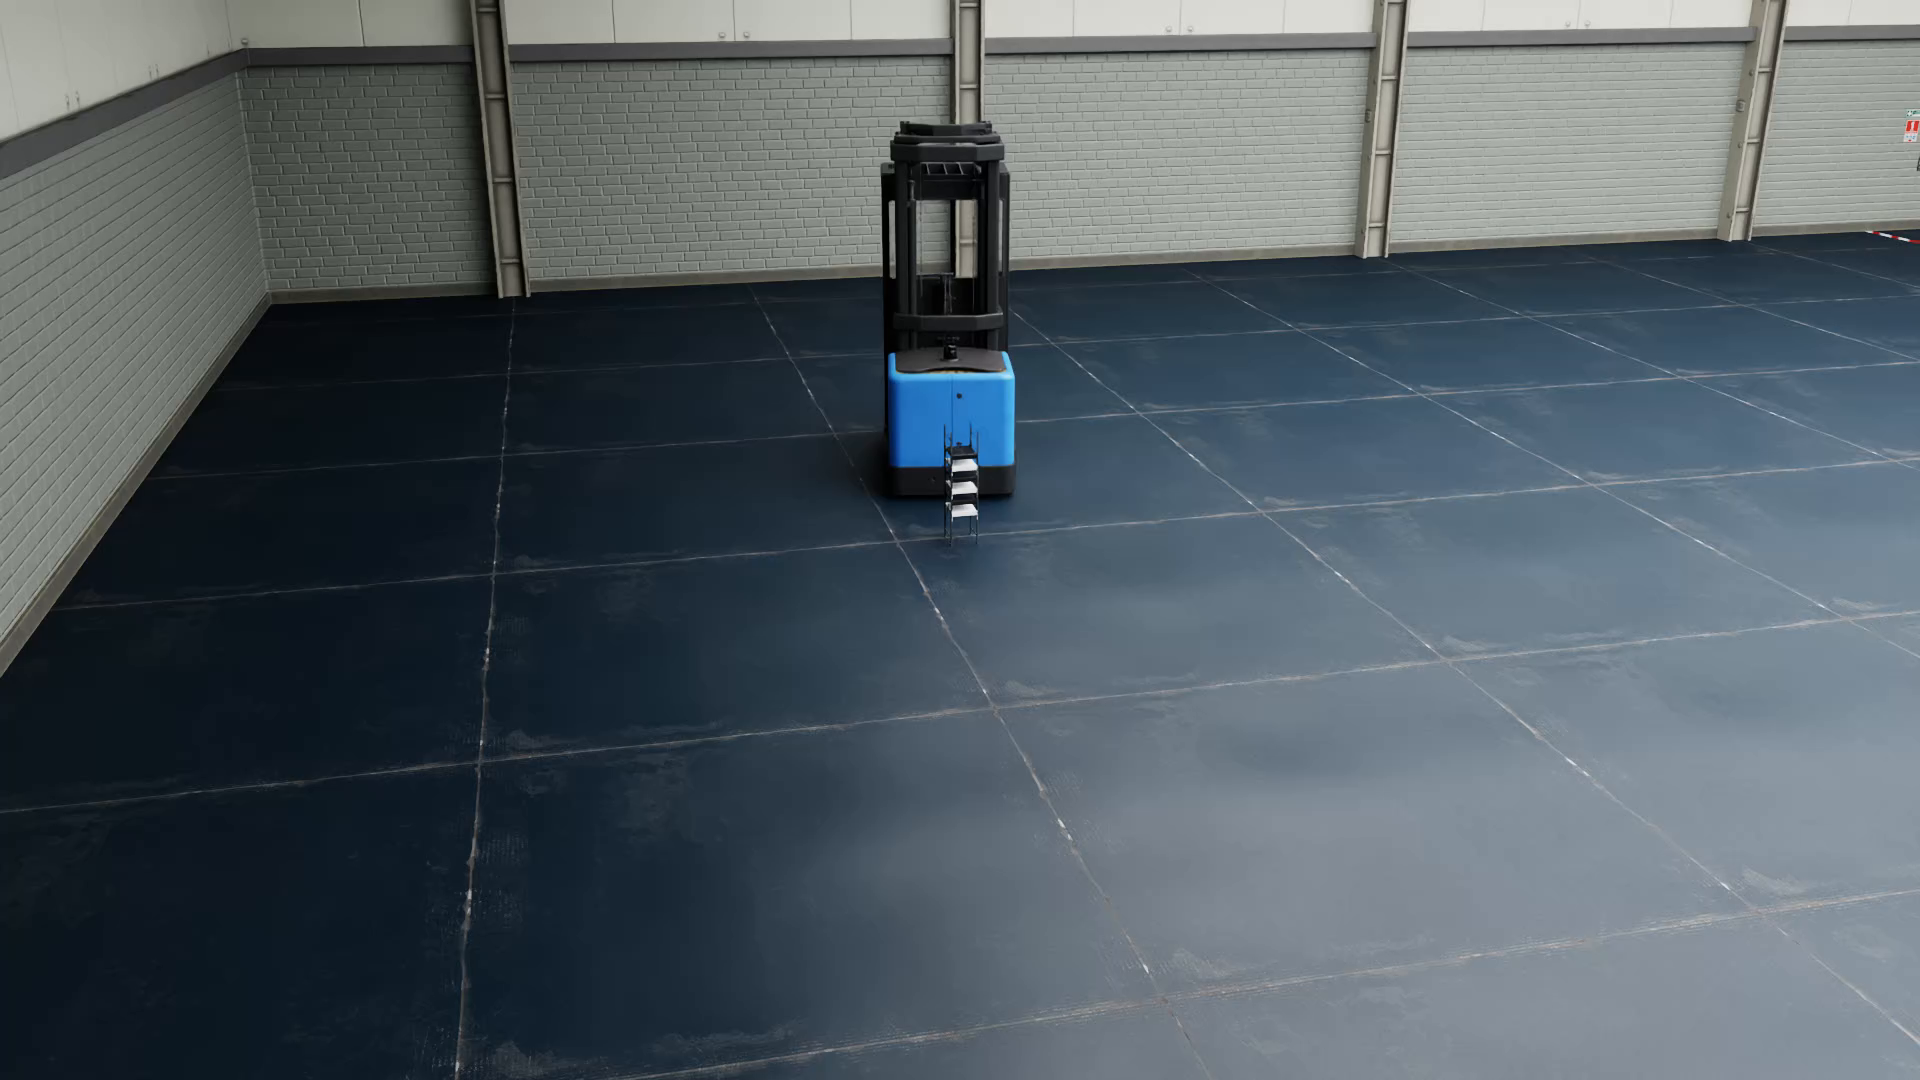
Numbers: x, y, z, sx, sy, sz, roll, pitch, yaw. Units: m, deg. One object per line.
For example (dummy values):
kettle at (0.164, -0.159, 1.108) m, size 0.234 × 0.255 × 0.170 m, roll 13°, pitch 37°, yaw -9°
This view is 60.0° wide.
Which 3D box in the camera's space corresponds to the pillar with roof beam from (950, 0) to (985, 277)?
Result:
pillar with roof beam at (1.086, -6.417, 17.250) m, size 0.400 × 9.000 × 9.100 m, roll -5°, pitch 21°, yaw -12°

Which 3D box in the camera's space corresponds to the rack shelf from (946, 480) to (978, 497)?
rack shelf at (0.008, -0.392, 12.673) m, size 0.200 × 0.077 × 0.258 m, roll -5°, pitch 21°, yaw -12°

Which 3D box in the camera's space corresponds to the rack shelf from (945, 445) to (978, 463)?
rack shelf at (0.008, -0.645, 12.580) m, size 0.200 × 0.077 × 0.258 m, roll -5°, pitch 21°, yaw -12°

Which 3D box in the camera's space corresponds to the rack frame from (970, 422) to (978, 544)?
rack frame at (0.107, -0.431, 12.684) m, size 0.006 × 0.900 × 0.240 m, roll -5°, pitch 21°, yaw -12°

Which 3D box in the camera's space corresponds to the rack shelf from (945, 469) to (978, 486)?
rack shelf at (0.008, -0.476, 12.642) m, size 0.200 × 0.077 × 0.258 m, roll -5°, pitch 21°, yaw -12°

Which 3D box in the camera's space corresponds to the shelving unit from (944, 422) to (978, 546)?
shelving unit at (0.008, -0.423, 12.662) m, size 0.210 × 0.900 × 0.258 m, roll -5°, pitch 21°, yaw -12°

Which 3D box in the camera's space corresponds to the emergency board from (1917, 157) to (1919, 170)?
emergency board at (15.186, -6.289, 25.621) m, size 0.626 × 1.169 × 0.157 m, roll -5°, pitch 21°, yaw -12°

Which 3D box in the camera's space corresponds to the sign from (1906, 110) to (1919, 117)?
sign at (14.644, -6.537, 25.476) m, size 0.331 × 0.109 × 0.001 m, roll -5°, pitch 21°, yaw -12°

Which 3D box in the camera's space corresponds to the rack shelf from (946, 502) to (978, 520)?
rack shelf at (0.008, -0.223, 12.735) m, size 0.200 × 0.077 × 0.258 m, roll -5°, pitch 21°, yaw -12°

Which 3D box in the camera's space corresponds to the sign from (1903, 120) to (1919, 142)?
sign at (14.637, -6.291, 25.575) m, size 0.234 × 0.329 × 0.001 m, roll -5°, pitch 21°, yaw -12°

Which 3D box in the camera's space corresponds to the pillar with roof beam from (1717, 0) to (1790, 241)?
pillar with roof beam at (12.764, -7.367, 19.843) m, size 0.400 × 9.000 × 9.100 m, roll -5°, pitch 21°, yaw -12°

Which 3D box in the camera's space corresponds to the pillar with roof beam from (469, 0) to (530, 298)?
pillar with roof beam at (-4.753, -5.942, 15.954) m, size 0.400 × 9.000 × 9.100 m, roll -5°, pitch 21°, yaw -12°

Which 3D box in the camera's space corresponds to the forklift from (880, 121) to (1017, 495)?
forklift at (-0.134, -2.200, 14.558) m, size 1.130 × 2.935 × 3.031 m, roll -1°, pitch 20°, yaw -3°

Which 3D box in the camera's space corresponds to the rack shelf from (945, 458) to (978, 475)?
rack shelf at (0.008, -0.561, 12.611) m, size 0.200 × 0.077 × 0.258 m, roll -5°, pitch 21°, yaw -12°

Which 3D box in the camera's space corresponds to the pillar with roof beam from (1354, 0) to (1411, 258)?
pillar with roof beam at (6.925, -6.892, 18.547) m, size 0.400 × 9.000 × 9.100 m, roll -5°, pitch 21°, yaw -12°

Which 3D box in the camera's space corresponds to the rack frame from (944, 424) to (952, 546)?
rack frame at (-0.091, -0.415, 12.640) m, size 0.006 × 0.900 × 0.240 m, roll -5°, pitch 21°, yaw -12°

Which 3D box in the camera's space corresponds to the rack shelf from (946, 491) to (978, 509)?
rack shelf at (0.008, -0.307, 12.704) m, size 0.200 × 0.077 × 0.258 m, roll -5°, pitch 21°, yaw -12°
